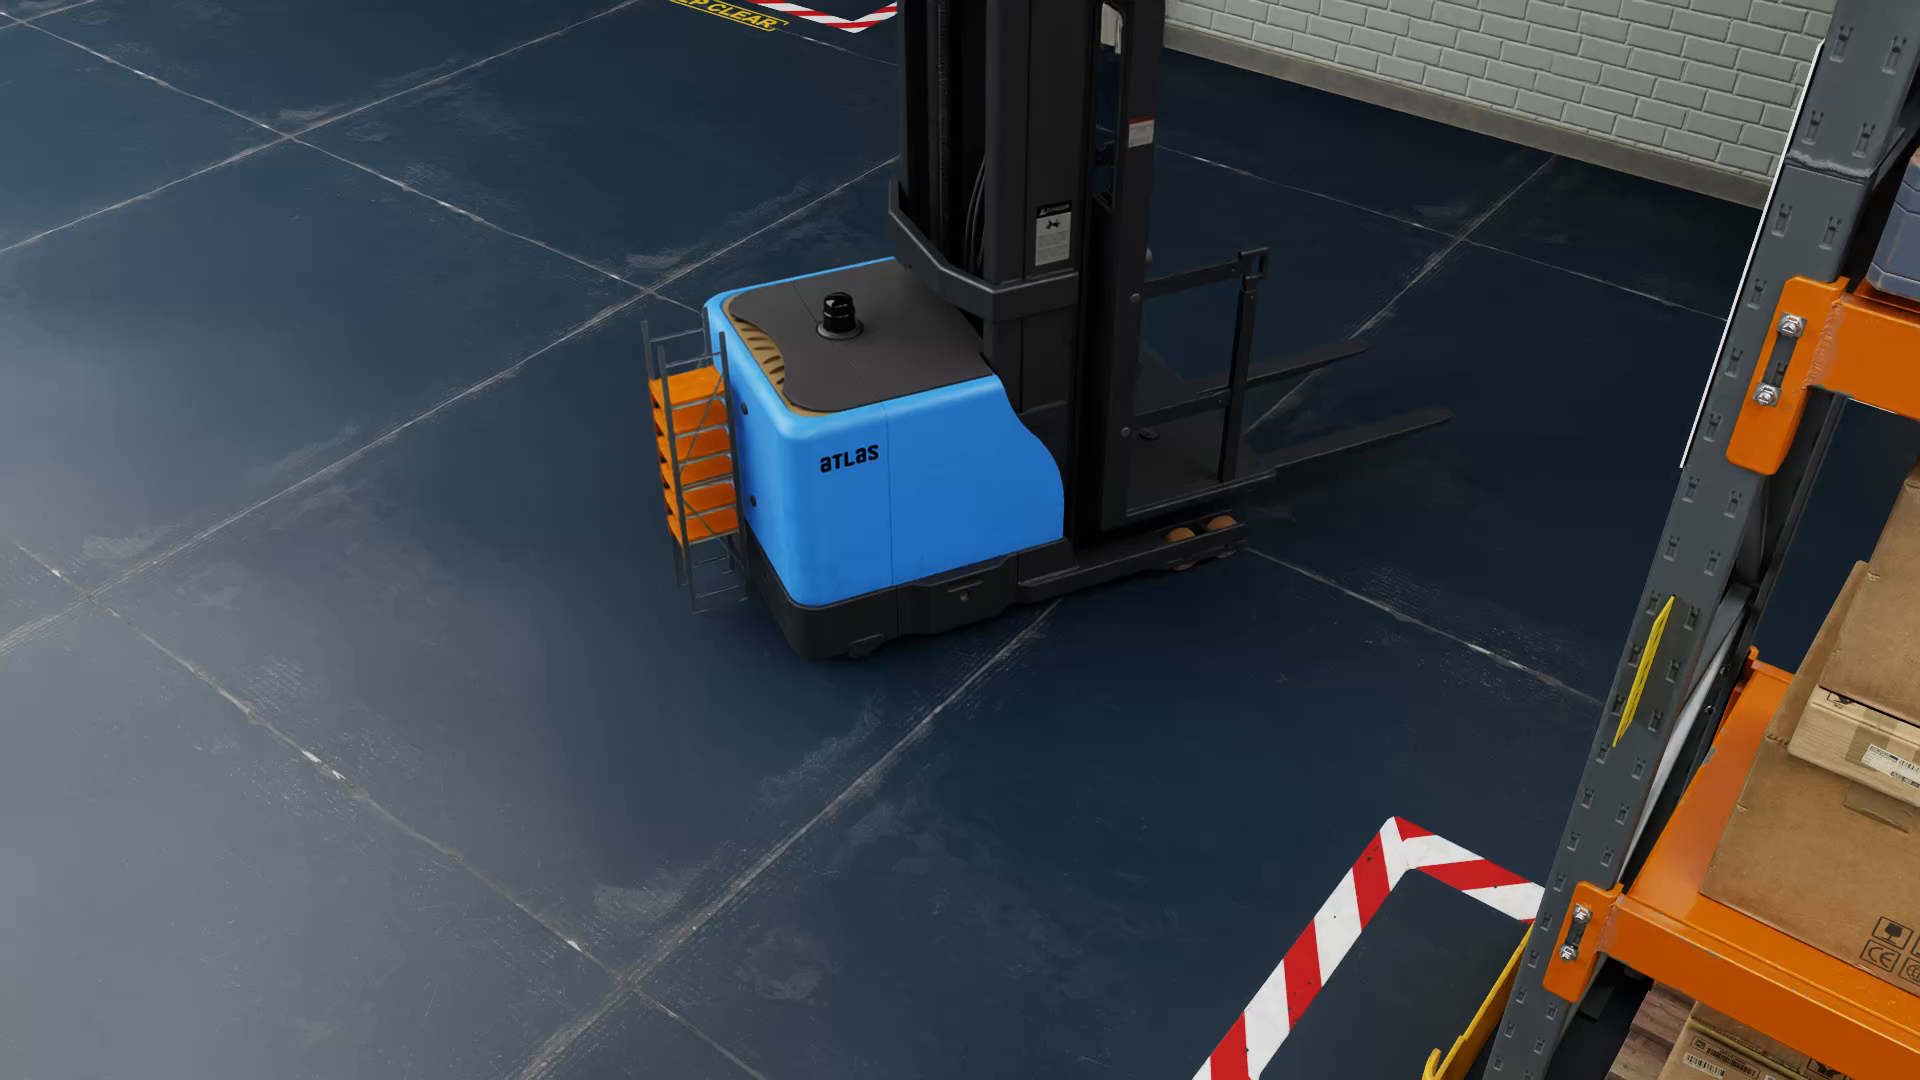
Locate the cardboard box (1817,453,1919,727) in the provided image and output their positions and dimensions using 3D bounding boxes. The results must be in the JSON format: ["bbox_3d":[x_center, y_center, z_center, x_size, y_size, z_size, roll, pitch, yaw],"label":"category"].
[{"bbox_3d":[2.070,0.011,3.169,0.500,0.500,0.700,25,45,29],"label":"cardboard box"}]

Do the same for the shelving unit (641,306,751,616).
[{"bbox_3d":[-0.959,-0.266,6.117,0.258,1.200,0.189,-16,41,-20],"label":"shelving unit"}]

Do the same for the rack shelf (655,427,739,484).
[{"bbox_3d":[-0.959,-0.326,6.070,0.258,0.103,0.180,-16,41,-20],"label":"rack shelf"}]

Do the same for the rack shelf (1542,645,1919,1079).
[{"bbox_3d":[3.253,1.393,3.121,4.000,0.370,1.077,25,45,29],"label":"rack shelf"}]

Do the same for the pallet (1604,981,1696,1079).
[{"bbox_3d":[2.297,1.724,4.376,1.213,0.211,1.003,25,45,29],"label":"pallet"}]

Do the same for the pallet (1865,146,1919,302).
[{"bbox_3d":[2.210,-0.508,2.604,1.213,0.211,1.003,25,45,29],"label":"pallet"}]

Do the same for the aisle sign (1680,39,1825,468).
[{"bbox_3d":[1.426,-0.538,2.895,0.004,0.787,0.394,25,45,29],"label":"aisle sign"}]

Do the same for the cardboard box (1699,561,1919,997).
[{"bbox_3d":[2.028,0.502,3.594,0.500,0.500,0.700,25,45,29],"label":"cardboard box"}]

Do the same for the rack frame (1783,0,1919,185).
[{"bbox_3d":[1.665,-2.002,2.007,0.127,3.000,1.000,25,45,29],"label":"rack frame"}]

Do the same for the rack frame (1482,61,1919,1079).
[{"bbox_3d":[1.665,0.361,3.856,0.127,3.000,1.000,25,45,29],"label":"rack frame"}]

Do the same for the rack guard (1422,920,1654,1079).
[{"bbox_3d":[1.645,1.336,4.638,0.348,0.500,1.175,25,45,29],"label":"rack guard"}]

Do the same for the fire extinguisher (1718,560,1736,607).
[{"bbox_3d":[1.853,0.119,4.227,0.183,0.674,0.296,25,45,29],"label":"fire extinguisher"}]

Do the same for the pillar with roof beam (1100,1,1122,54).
[{"bbox_3d":[-1.629,-4.729,5.491,0.400,9.000,9.100,25,45,29],"label":"pillar with roof beam"}]

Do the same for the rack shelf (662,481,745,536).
[{"bbox_3d":[-0.959,-0.137,6.218,0.258,0.103,0.180,-16,41,-20],"label":"rack shelf"}]

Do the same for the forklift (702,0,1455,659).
[{"bbox_3d":[0.591,-1.317,6.055,3.031,2.935,1.130,-15,41,-19],"label":"forklift"}]

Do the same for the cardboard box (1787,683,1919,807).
[{"bbox_3d":[1.845,0.318,3.303,0.250,0.149,0.380,25,44,28],"label":"cardboard box"}]

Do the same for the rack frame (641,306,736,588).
[{"bbox_3d":[-0.998,-0.317,6.182,0.240,1.200,0.006,-16,41,-20],"label":"rack frame"}]

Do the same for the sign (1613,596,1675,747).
[{"bbox_3d":[1.323,0.258,3.221,0.005,0.325,0.100,25,45,29],"label":"sign"}]

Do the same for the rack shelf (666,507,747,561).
[{"bbox_3d":[-0.959,-0.042,6.292,0.258,0.103,0.180,-16,41,-20],"label":"rack shelf"}]

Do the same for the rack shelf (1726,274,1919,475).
[{"bbox_3d":[3.253,0.212,2.197,4.000,0.370,1.077,25,45,29],"label":"rack shelf"}]

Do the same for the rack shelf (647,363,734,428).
[{"bbox_3d":[-0.959,-0.515,5.922,0.258,0.103,0.180,-16,41,-20],"label":"rack shelf"}]

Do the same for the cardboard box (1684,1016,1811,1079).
[{"bbox_3d":[2.270,1.334,4.503,0.500,0.250,0.500,25,45,29],"label":"cardboard box"}]

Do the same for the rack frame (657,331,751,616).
[{"bbox_3d":[-0.919,-0.215,6.052,0.240,1.200,0.006,-16,41,-20],"label":"rack frame"}]

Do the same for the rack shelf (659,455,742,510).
[{"bbox_3d":[-0.959,-0.231,6.144,0.258,0.103,0.180,-16,41,-20],"label":"rack shelf"}]

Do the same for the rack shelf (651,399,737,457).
[{"bbox_3d":[-0.959,-0.420,5.996,0.258,0.103,0.180,-16,41,-20],"label":"rack shelf"}]

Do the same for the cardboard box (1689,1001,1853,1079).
[{"bbox_3d":[2.271,1.038,4.273,0.500,0.500,0.500,25,45,29],"label":"cardboard box"}]

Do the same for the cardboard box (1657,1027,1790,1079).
[{"bbox_3d":[1.955,1.588,4.179,0.500,0.250,0.500,25,45,29],"label":"cardboard box"}]
